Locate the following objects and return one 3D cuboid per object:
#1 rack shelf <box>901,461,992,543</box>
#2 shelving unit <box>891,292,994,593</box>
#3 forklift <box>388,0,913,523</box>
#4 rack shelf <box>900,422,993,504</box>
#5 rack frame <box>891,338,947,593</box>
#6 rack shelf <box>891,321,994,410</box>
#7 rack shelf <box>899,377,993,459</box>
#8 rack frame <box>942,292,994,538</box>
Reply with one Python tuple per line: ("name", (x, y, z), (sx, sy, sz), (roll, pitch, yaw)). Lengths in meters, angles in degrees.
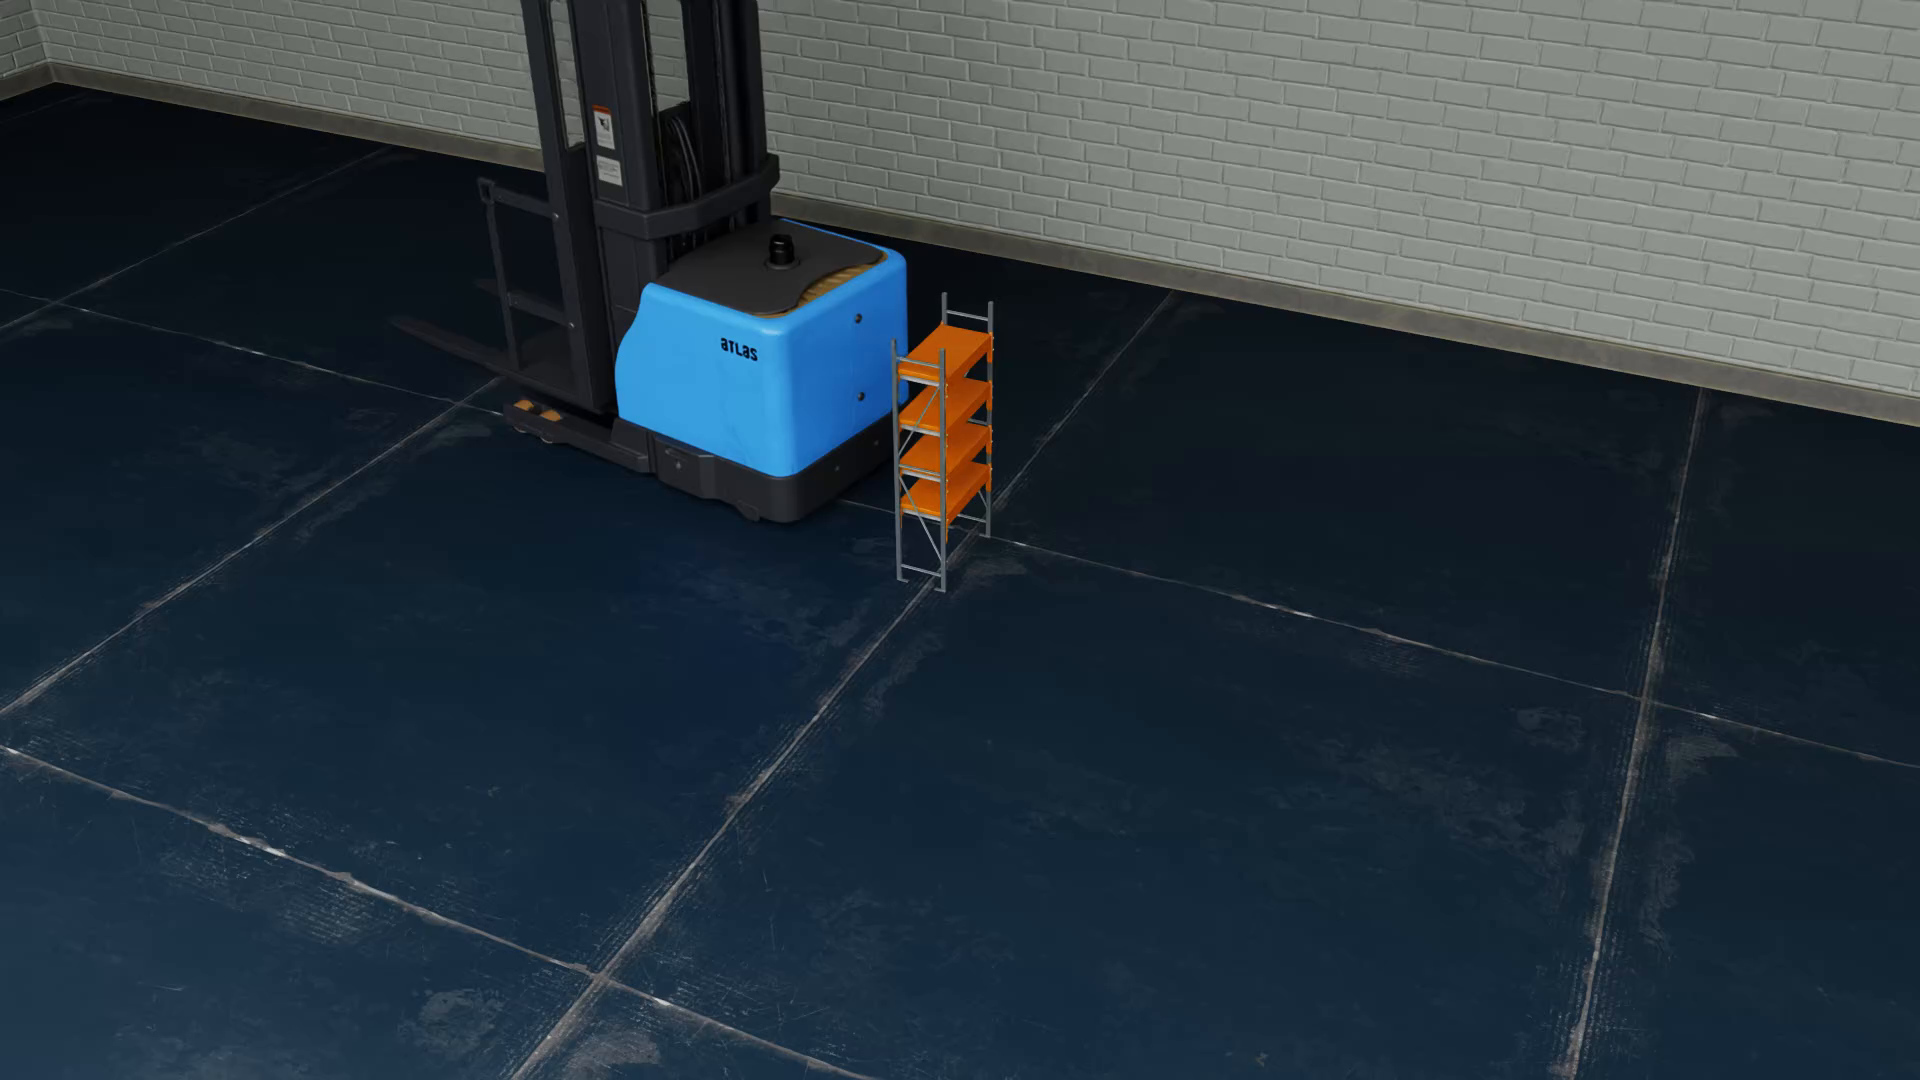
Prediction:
("rack shelf", (-0.069, -0.197, 7.441), (0.258, 0.148, 0.480), (14, 36, 20))
("shelving unit", (-0.069, -0.419, 7.295), (0.258, 1.200, 0.503), (14, 36, 20))
("forklift", (-1.737, -1.934, 8.026), (3.031, 2.935, 1.130), (21, 39, 29))
("rack shelf", (-0.069, -0.363, 7.332), (0.258, 0.148, 0.480), (14, 36, 20))
("rack frame", (-0.171, -0.298, 7.110), (0.240, 1.200, 0.015), (14, 36, 20))
("rack shelf", (-0.069, -0.748, 7.080), (0.258, 0.148, 0.480), (14, 36, 20))
("rack shelf", (-0.069, -0.550, 7.210), (0.258, 0.148, 0.480), (14, 36, 20))
("rack frame", (0.033, -0.541, 7.481), (0.240, 1.200, 0.015), (14, 36, 20))
